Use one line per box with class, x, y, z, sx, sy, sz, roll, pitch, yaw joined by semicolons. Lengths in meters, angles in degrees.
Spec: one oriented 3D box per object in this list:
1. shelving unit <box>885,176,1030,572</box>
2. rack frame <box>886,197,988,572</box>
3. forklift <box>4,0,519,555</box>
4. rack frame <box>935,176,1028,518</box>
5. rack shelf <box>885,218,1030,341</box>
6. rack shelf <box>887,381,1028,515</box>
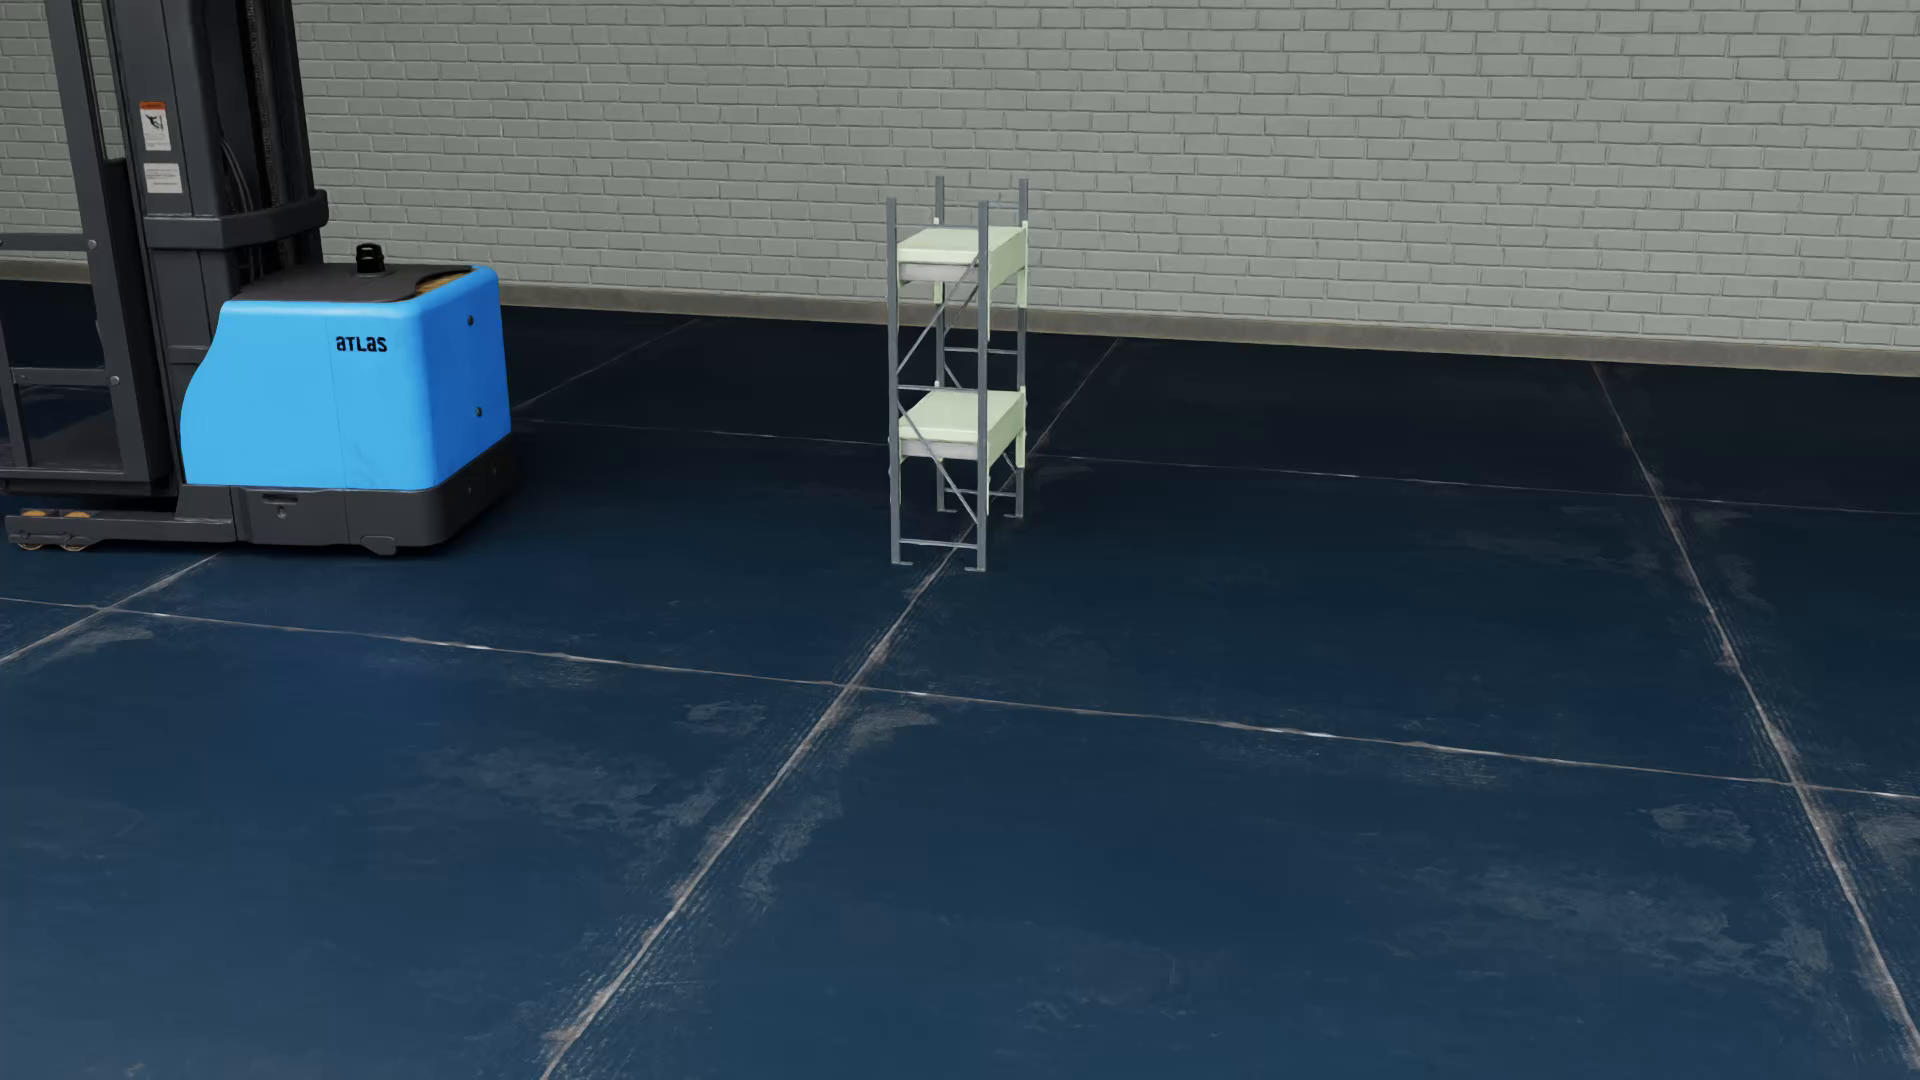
shelving unit;0.002;-0.712;6.951;0.431;1.500;0.755;5;19;13
rack frame;-0.088;-0.597;6.615;0.400;1.500;0.023;5;19;13
forklift;-3.612;-1.506;7.061;3.031;2.935;1.130;2;19;5
rack frame;0.091;-0.827;7.287;0.400;1.500;0.023;5;19;13
rack shelf;0.002;-1.081;6.825;0.431;0.370;0.720;5;19;13
rack shelf;0.002;-0.403;7.057;0.431;0.370;0.720;5;19;13
